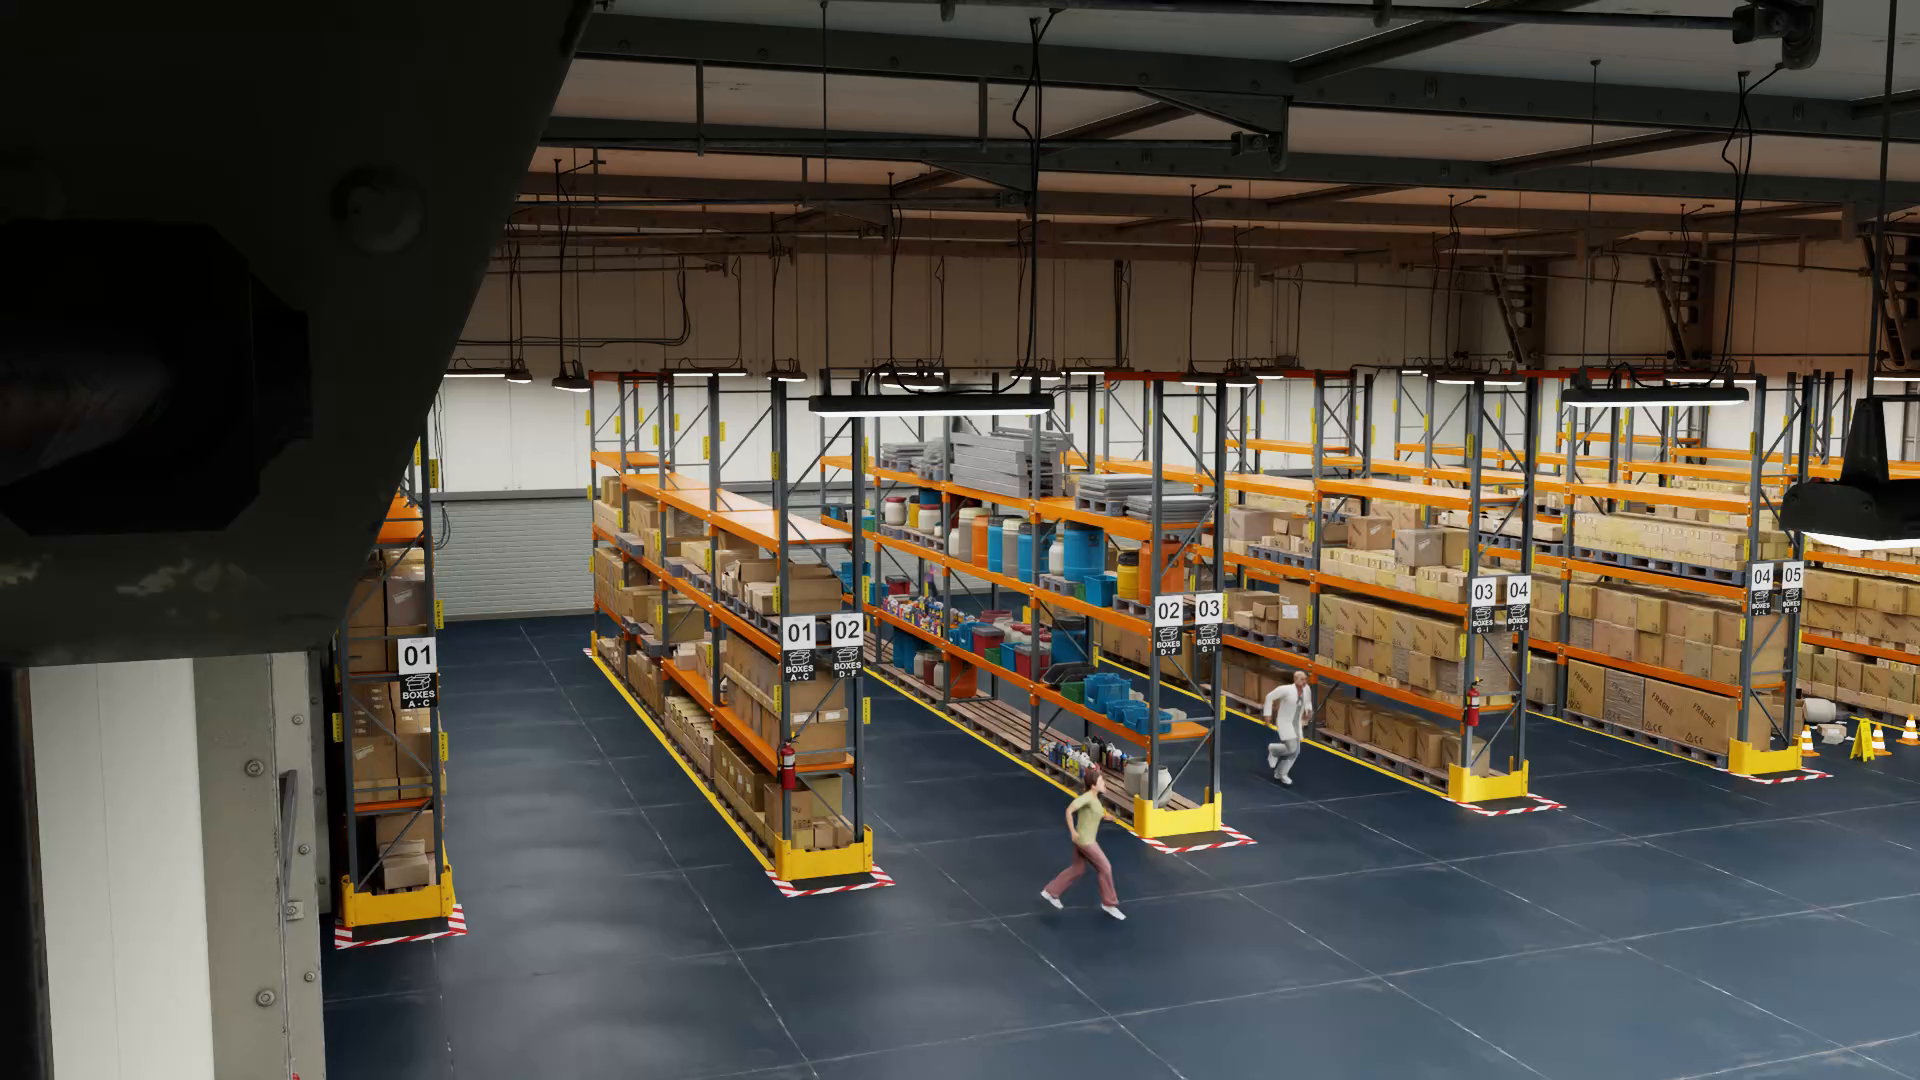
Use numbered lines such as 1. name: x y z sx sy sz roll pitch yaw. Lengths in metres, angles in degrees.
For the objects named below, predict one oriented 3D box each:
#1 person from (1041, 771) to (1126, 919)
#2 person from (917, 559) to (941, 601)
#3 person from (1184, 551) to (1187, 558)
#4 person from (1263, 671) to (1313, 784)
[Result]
1. person: 1.389 3.423 18.709 0.965 1.694 0.599 1 6 9
2. person: -0.794 1.038 40.437 0.709 1.641 0.526 1 6 11
3. person: 5.281 1.019 40.075 0.683 1.698 0.536 3 7 28
4. person: 4.888 2.755 24.615 0.698 1.707 0.781 -4 8 -34
